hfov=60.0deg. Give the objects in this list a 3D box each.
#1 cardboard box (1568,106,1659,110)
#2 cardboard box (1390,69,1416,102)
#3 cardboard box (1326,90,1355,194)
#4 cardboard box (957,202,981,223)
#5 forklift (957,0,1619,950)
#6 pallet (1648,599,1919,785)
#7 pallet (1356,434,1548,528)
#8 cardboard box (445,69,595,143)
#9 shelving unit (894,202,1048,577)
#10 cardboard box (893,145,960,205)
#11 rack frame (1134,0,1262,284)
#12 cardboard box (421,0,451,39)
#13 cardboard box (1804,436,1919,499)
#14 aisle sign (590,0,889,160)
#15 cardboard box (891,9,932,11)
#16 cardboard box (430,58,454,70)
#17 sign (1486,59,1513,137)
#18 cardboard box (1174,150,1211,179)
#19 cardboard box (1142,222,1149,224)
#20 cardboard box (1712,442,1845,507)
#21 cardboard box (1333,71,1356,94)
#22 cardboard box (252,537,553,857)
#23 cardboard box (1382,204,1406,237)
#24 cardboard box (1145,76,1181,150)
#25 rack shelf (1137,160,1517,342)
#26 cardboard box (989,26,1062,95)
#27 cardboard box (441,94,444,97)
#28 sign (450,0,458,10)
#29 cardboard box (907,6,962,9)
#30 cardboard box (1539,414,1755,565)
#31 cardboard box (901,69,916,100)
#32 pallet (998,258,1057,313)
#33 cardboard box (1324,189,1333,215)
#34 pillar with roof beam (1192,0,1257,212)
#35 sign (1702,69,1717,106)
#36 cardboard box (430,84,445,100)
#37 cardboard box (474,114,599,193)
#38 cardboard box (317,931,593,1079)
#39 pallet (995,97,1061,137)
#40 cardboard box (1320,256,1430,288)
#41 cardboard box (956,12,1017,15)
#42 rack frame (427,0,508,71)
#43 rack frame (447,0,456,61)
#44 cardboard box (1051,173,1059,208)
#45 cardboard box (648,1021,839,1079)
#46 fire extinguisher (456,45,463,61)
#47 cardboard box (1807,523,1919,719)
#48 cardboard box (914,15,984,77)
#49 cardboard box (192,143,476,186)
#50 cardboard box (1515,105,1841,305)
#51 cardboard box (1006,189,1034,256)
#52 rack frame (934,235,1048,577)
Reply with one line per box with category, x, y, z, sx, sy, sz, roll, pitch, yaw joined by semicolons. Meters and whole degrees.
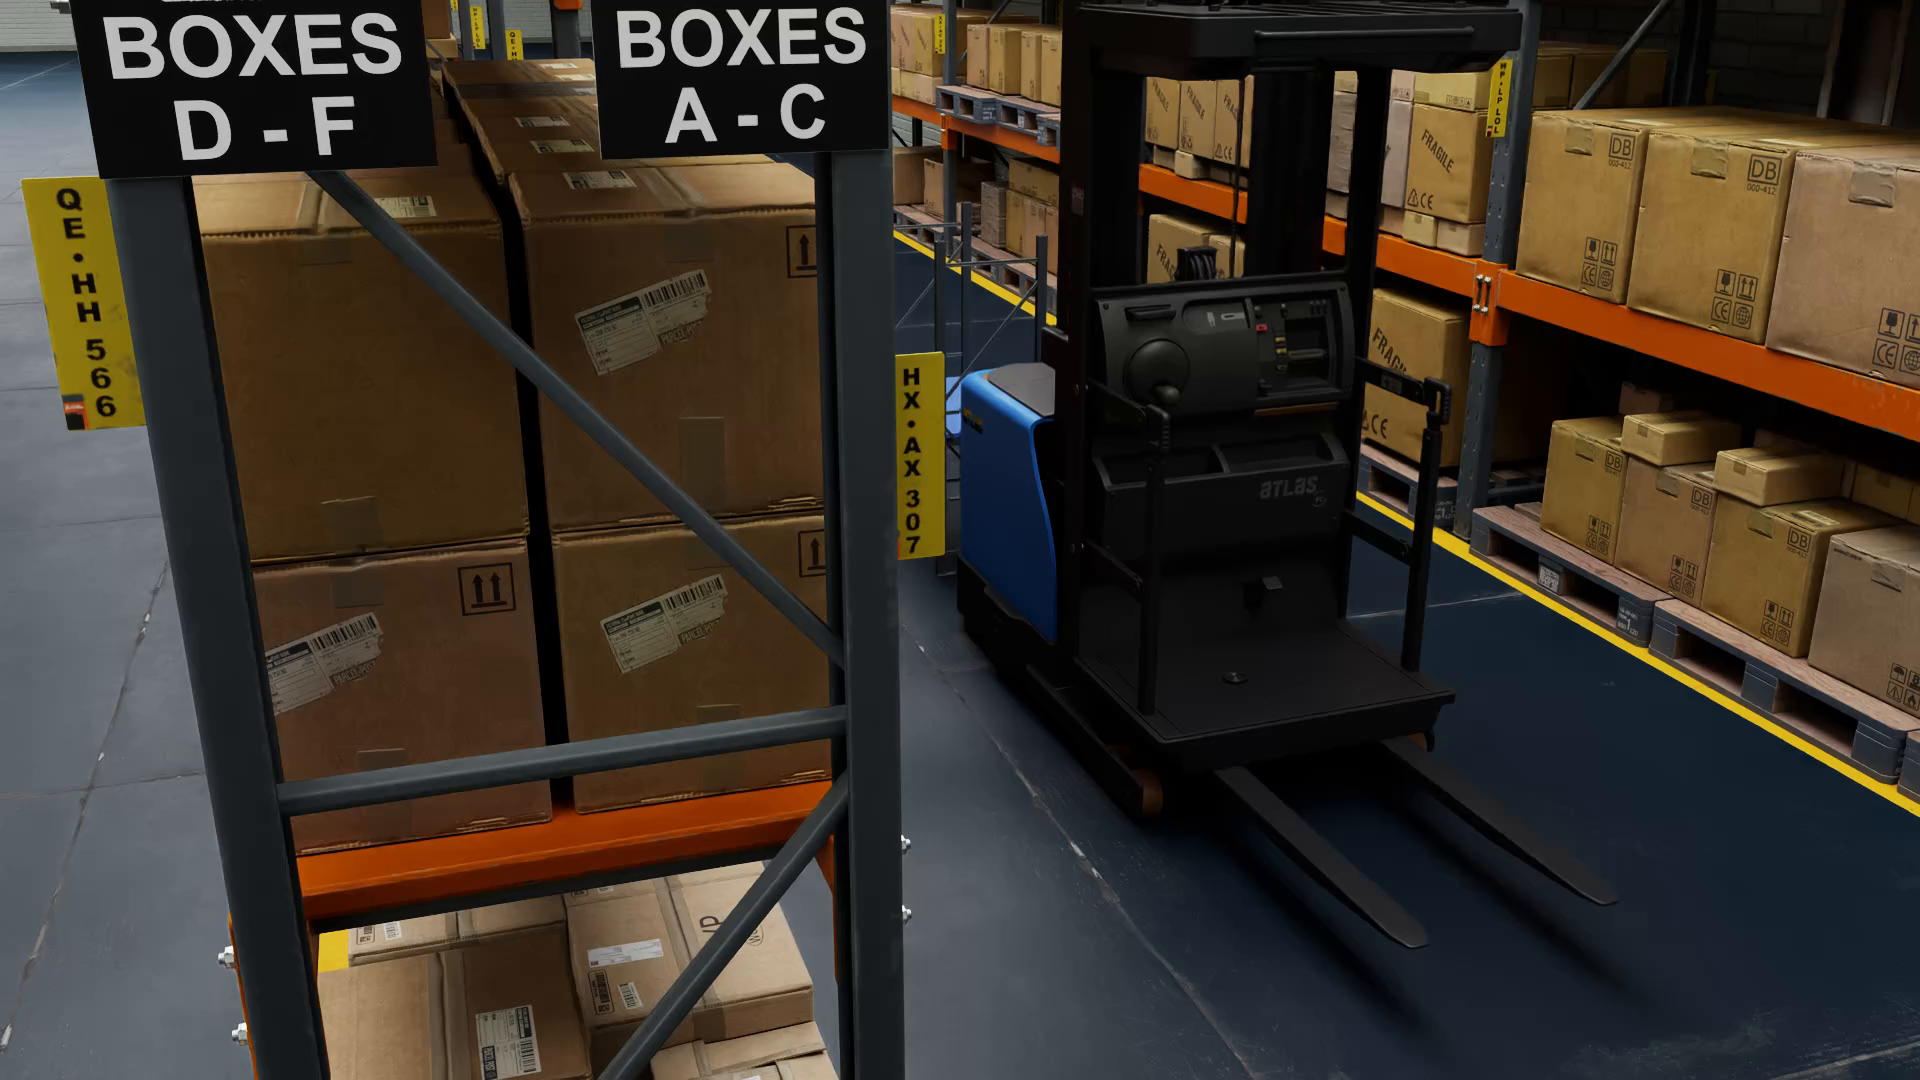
cardboard box;2.952;-1.842;7.990;0.500;0.500;0.500;-7;21;-19
cardboard box;2.316;-2.308;8.179;0.500;0.250;0.500;-6;21;-16
cardboard box;2.154;-2.114;8.746;0.500;0.500;0.500;-6;21;-17
cardboard box;0.146;-3.080;15.596;0.380;0.166;0.250;-9;22;-24
forklift;0.967;-0.630;5.336;1.130;2.935;3.031;-7;21;-19
pallet;3.409;0.486;6.252;1.003;0.211;1.213;-6;21;-17
pallet;2.543;-0.398;8.713;1.003;0.211;1.213;-6;21;-17
cardboard box;-1.276;-1.162;5.088;0.500;0.500;0.500;-7;21;-18
shelving unit;-0.027;-0.733;7.739;0.538;1.500;1.048;-6;21;-17
cardboard box;-0.420;-3.697;16.820;0.700;0.500;0.500;-8;21;-21
rack frame;1.600;-2.755;11.148;1.000;3.000;0.127;-6;21;-17
cardboard box;-4.504;-4.310;13.412;0.700;0.500;0.500;-6;21;-17
cardboard box;3.468;-0.280;6.375;0.380;0.149;0.250;-6;21;-17
aisle sign;-0.287;-0.893;2.119;0.394;0.787;0.004;-6;21;-17
cardboard box;-0.574;-4.938;16.310;0.500;0.500;0.500;-6;21;-16
cardboard box;-4.504;-3.700;13.631;0.700;0.500;0.500;-7;21;-19
sign;2.345;-1.918;7.223;0.100;0.325;0.005;-6;21;-17
cardboard box;1.558;-2.340;10.335;0.380;0.149;0.250;-6;21;-16
cardboard box;1.273;-2.189;12.619;0.700;0.500;0.500;-6;21;-17
cardboard box;3.094;-0.250;6.292;0.380;0.149;0.250;-7;21;-19
cardboard box;2.156;-2.472;8.634;0.500;0.250;0.500;-6;21;-16
cardboard box;-0.986;0.178;2.835;0.500;0.500;0.500;-6;21;-16
cardboard box;2.342;-1.607;8.295;0.380;0.149;0.250;-6;21;-16
cardboard box;1.510;-2.768;10.568;0.500;0.500;0.500;-6;21;-16
rack shelf;2.229;-1.774;9.483;1.077;0.370;4.000;-6;21;-17
cardboard box;0.639;-3.945;13.665;0.700;0.500;0.500;-4;20;-12
cardboard box;-2.458;-1.749;7.578;0.700;0.500;0.500;-12;23;-31
sign;-5.096;-5.504;16.740;0.100;0.325;0.005;-6;21;-17
cardboard box;-0.249;-5.157;16.920;0.500;0.500;0.500;-7;21;-19
cardboard box;2.995;-0.241;7.228;0.700;0.500;0.500;-6;21;-17
cardboard box;-0.242;-4.258;15.525;0.500;0.250;0.500;-6;21;-17
pallet;0.976;-2.084;13.407;1.003;0.211;1.213;-6;21;-17
cardboard box;2.125;-1.853;8.980;0.380;0.149;0.250;-7;21;-19
pillar with roof beam;-2.074;-5.630;10.278;9.100;9.000;0.400;-6;21;-17
sign;3.384;-1.975;7.581;0.100;0.325;0.005;-6;21;-17
cardboard box;-1.639;-0.950;4.496;0.500;0.500;0.500;-7;21;-19
cardboard box;-0.800;-0.676;3.734;0.500;0.500;0.500;-6;21;-16
cardboard box;-0.991;1.161;3.293;0.500;0.500;0.500;-6;21;-17
pallet;0.939;-3.295;12.937;1.003;0.211;1.213;-6;21;-17
cardboard box;2.248;-1.137;9.203;0.750;0.750;0.750;-6;21;-16
cardboard box;0.235;-4.669;15.562;0.500;0.500;0.500;-7;21;-18
rack frame;-3.101;-2.227;9.680;1.000;3.000;0.127;-6;21;-17
rack frame;-5.616;-4.794;16.827;1.000;3.000;0.127;-6;21;-17
cardboard box;1.038;-2.718;12.984;0.500;0.250;0.500;-6;21;-17
cardboard box;-0.471;1.215;3.636;0.380;0.166;0.250;-6;21;-17
fire extinguisher;-5.212;-4.845;17.083;0.296;0.674;0.183;-6;21;-17
cardboard box;3.484;0.255;5.845;0.700;0.500;0.500;-7;21;-19
cardboard box;-0.099;-4.449;14.948;0.500;0.500;0.500;-6;21;-17
cardboard box;-1.147;-0.453;3.114;0.500;0.500;0.500;-6;21;-16
cardboard box;3.012;-1.436;7.035;0.980;0.700;0.700;-6;21;-16
cardboard box;0.800;-2.674;13.971;0.700;0.500;0.500;-7;21;-18
rack frame;0.133;-0.570;7.285;0.500;1.500;0.032;-6;21;-17
